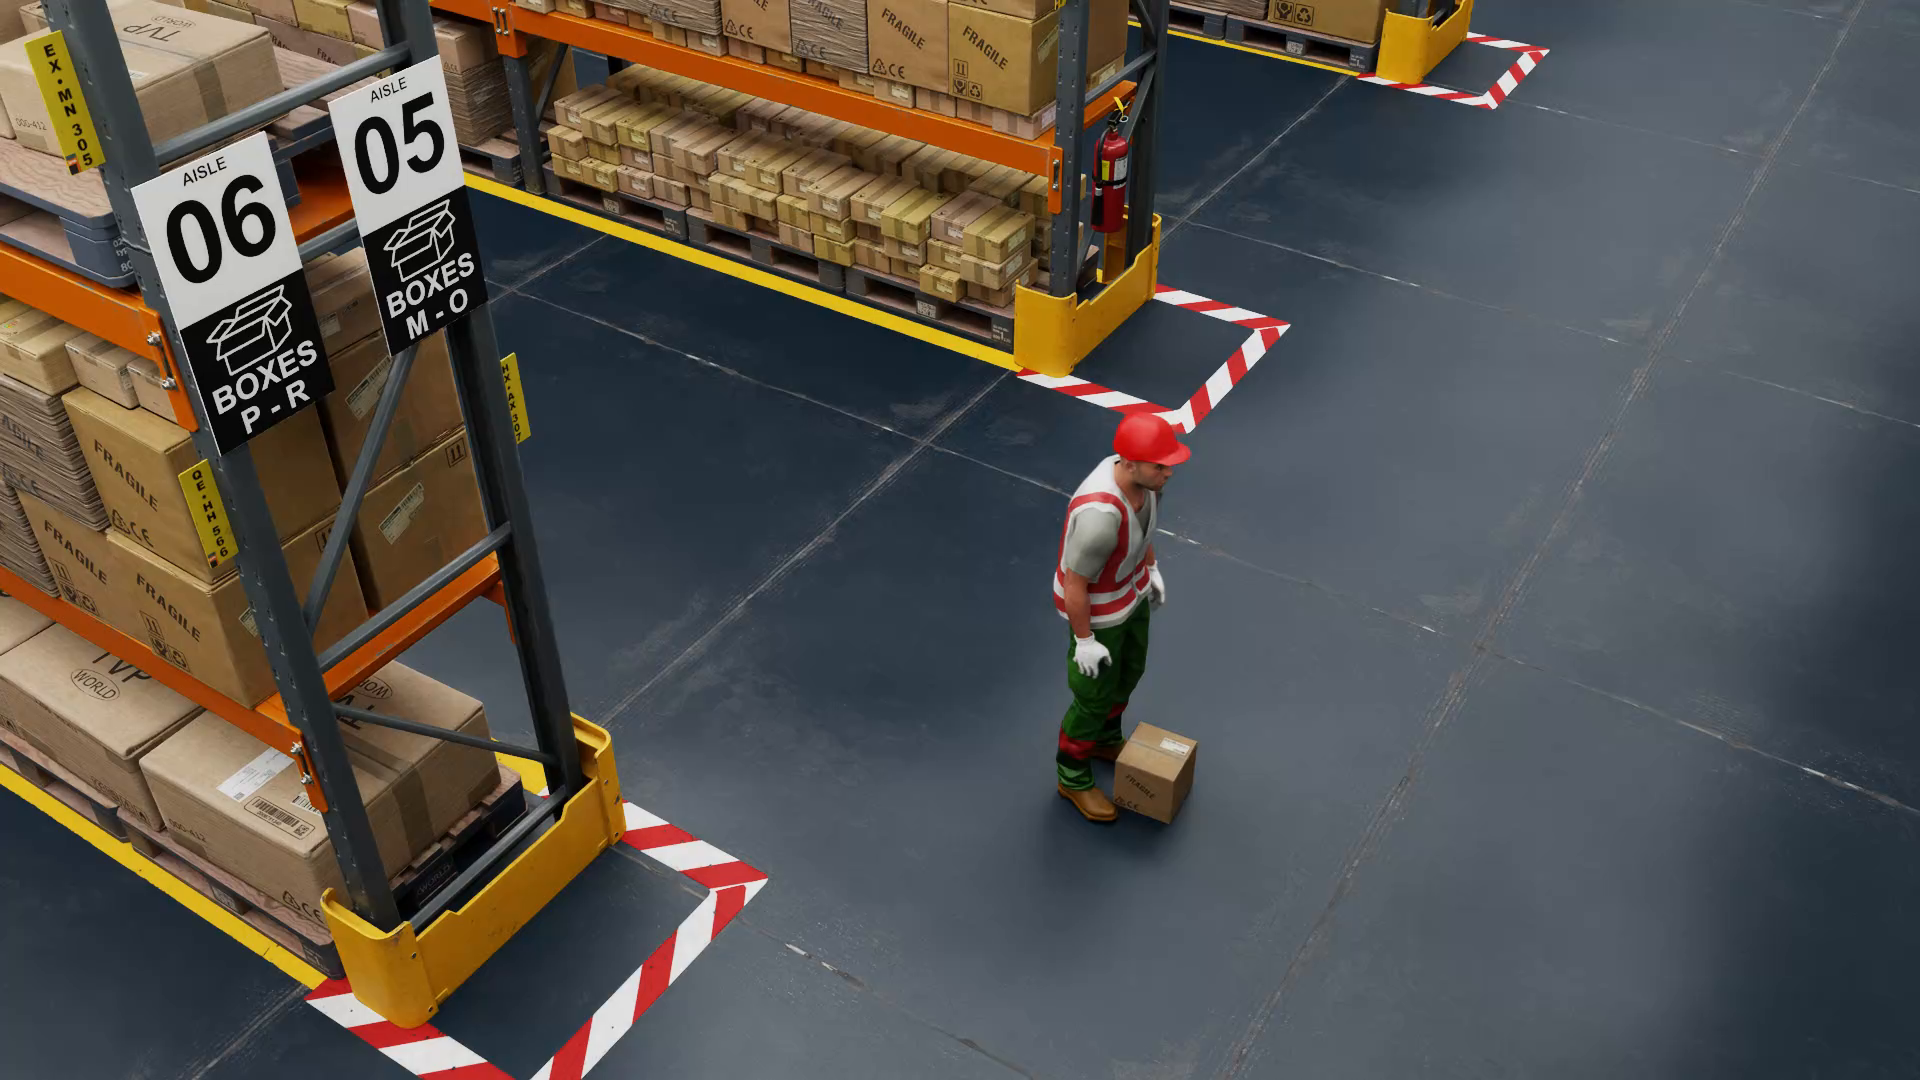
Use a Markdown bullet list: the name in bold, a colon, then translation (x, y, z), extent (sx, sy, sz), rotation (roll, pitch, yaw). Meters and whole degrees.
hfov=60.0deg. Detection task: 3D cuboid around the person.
- **person**: translation (0.594, 0.262, 6.334), extent (0.449, 1.780, 0.607), rotation (22, 43, 25)
